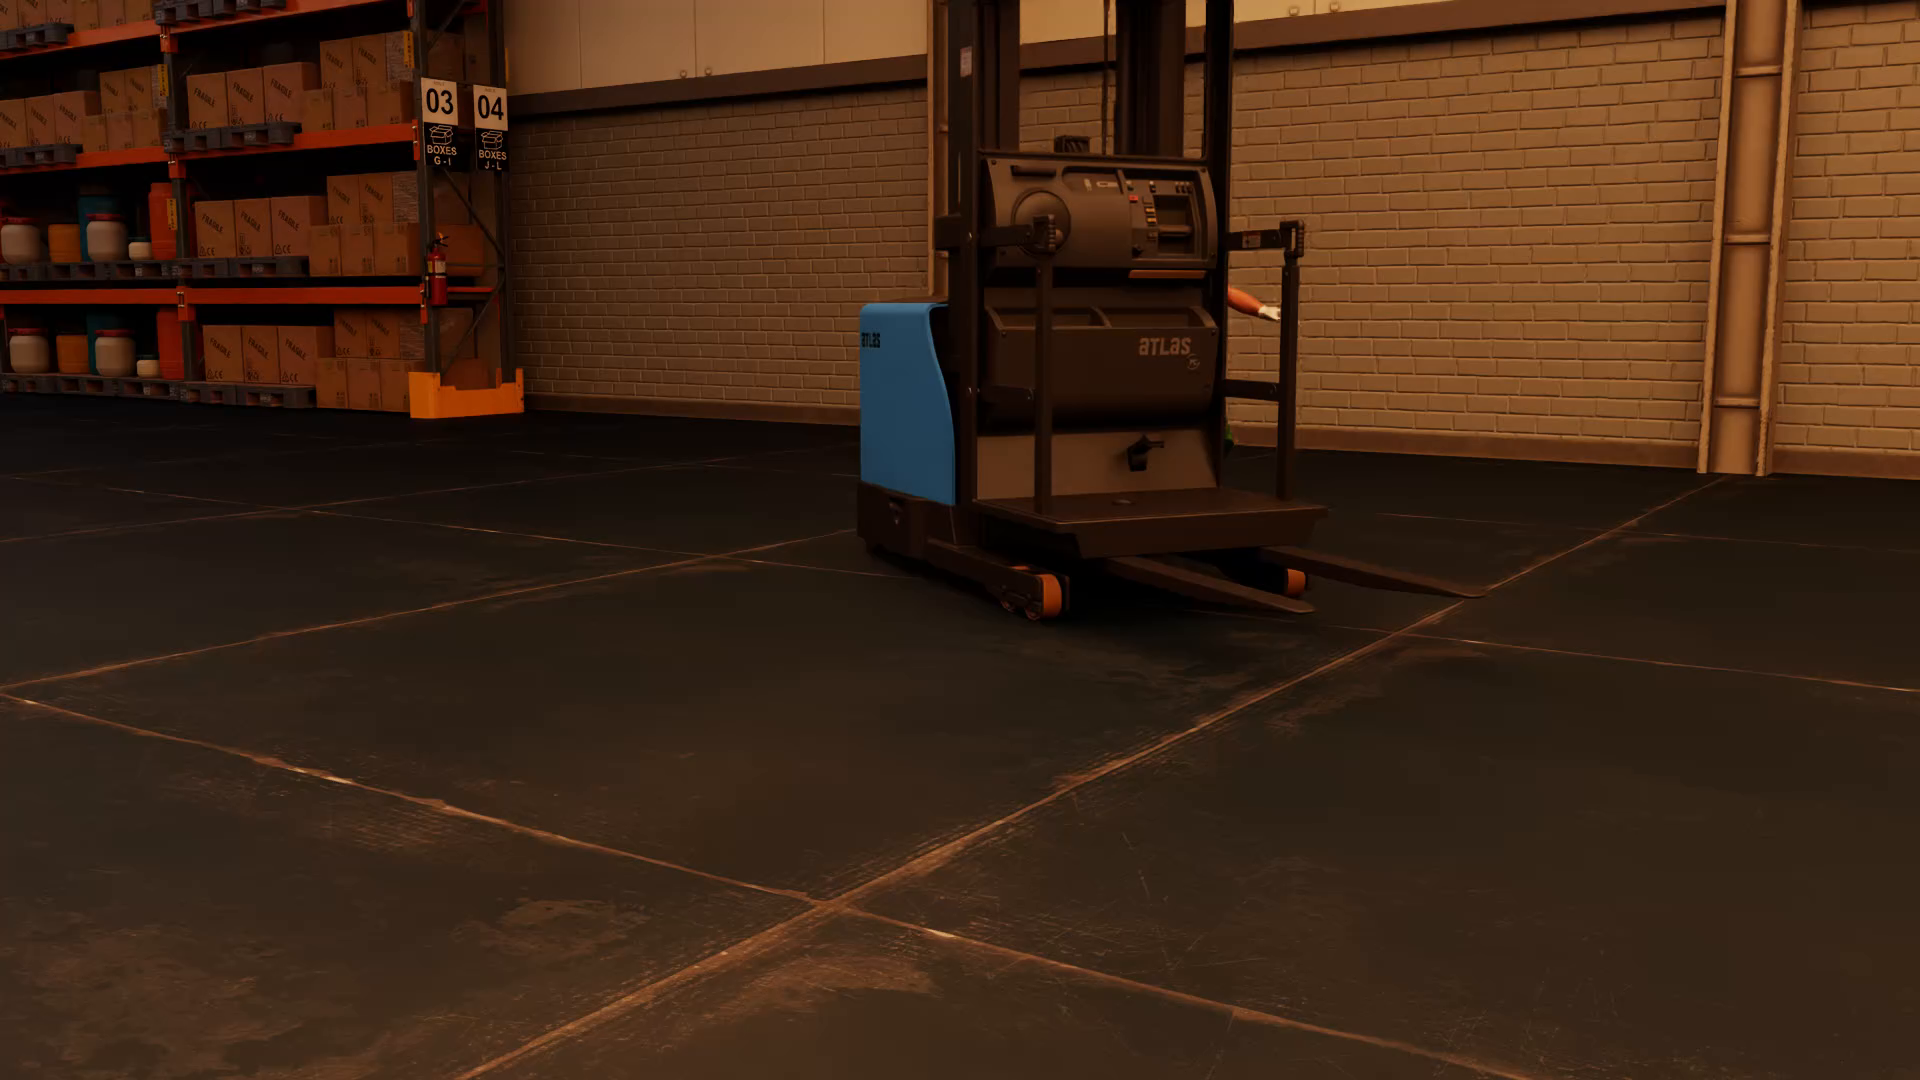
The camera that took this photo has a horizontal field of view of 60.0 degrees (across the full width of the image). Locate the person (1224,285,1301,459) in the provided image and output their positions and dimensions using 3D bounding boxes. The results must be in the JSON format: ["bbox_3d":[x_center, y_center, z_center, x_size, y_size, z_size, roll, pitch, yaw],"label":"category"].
[{"bbox_3d":[1.026,-0.791,7.640,1.227,1.591,0.976,-6,10,-36],"label":"person"}]

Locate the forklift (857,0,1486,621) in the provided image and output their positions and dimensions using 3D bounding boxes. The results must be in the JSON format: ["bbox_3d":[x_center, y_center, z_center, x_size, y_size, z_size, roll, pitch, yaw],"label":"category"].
[{"bbox_3d":[0.621,-1.244,5.939,1.130,2.935,3.031,-4,9,-24],"label":"forklift"}]
